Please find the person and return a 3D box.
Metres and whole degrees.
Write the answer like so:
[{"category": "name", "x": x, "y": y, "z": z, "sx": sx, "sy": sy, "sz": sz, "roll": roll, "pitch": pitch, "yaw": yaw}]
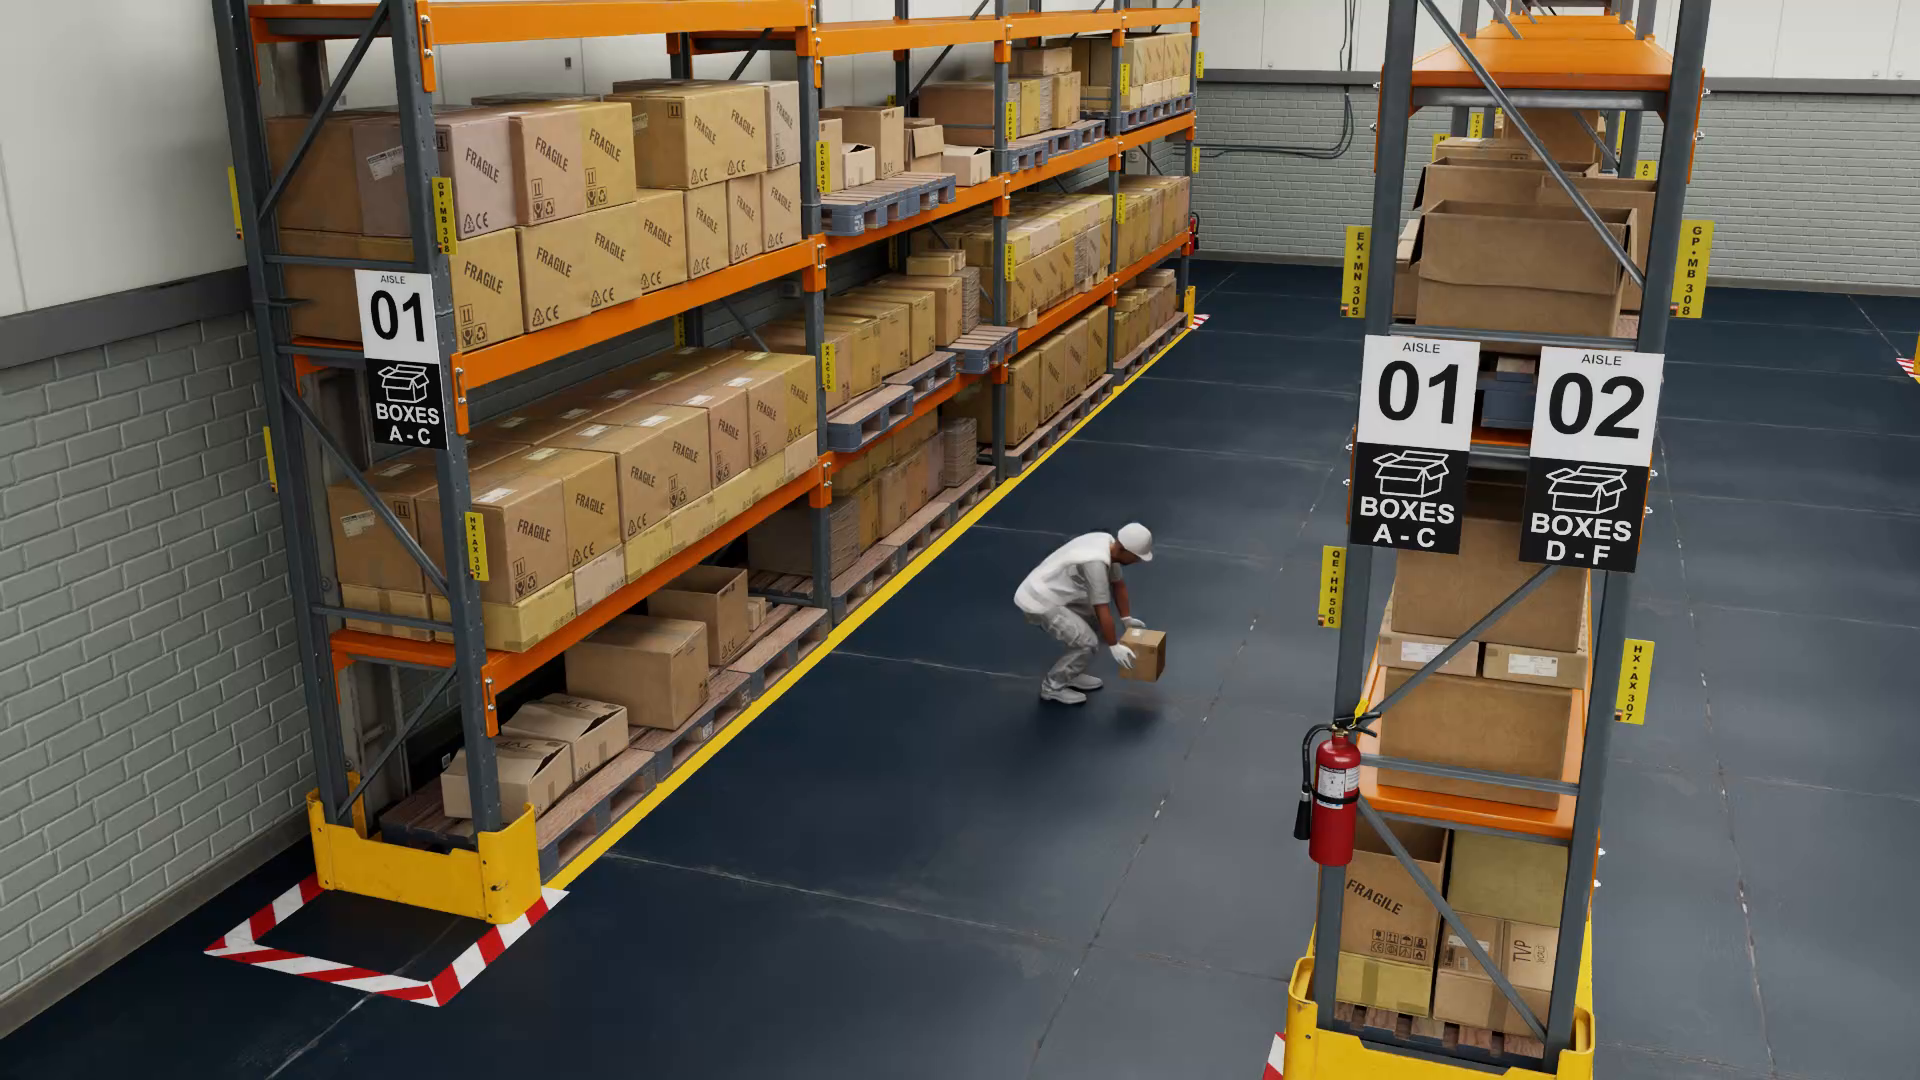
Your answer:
[{"category": "person", "x": 0.795, "y": 0.429, "z": 10.696, "sx": 0.853, "sy": 1.183, "sz": 0.597, "roll": 6, "pitch": 19, "yaw": 18}]
